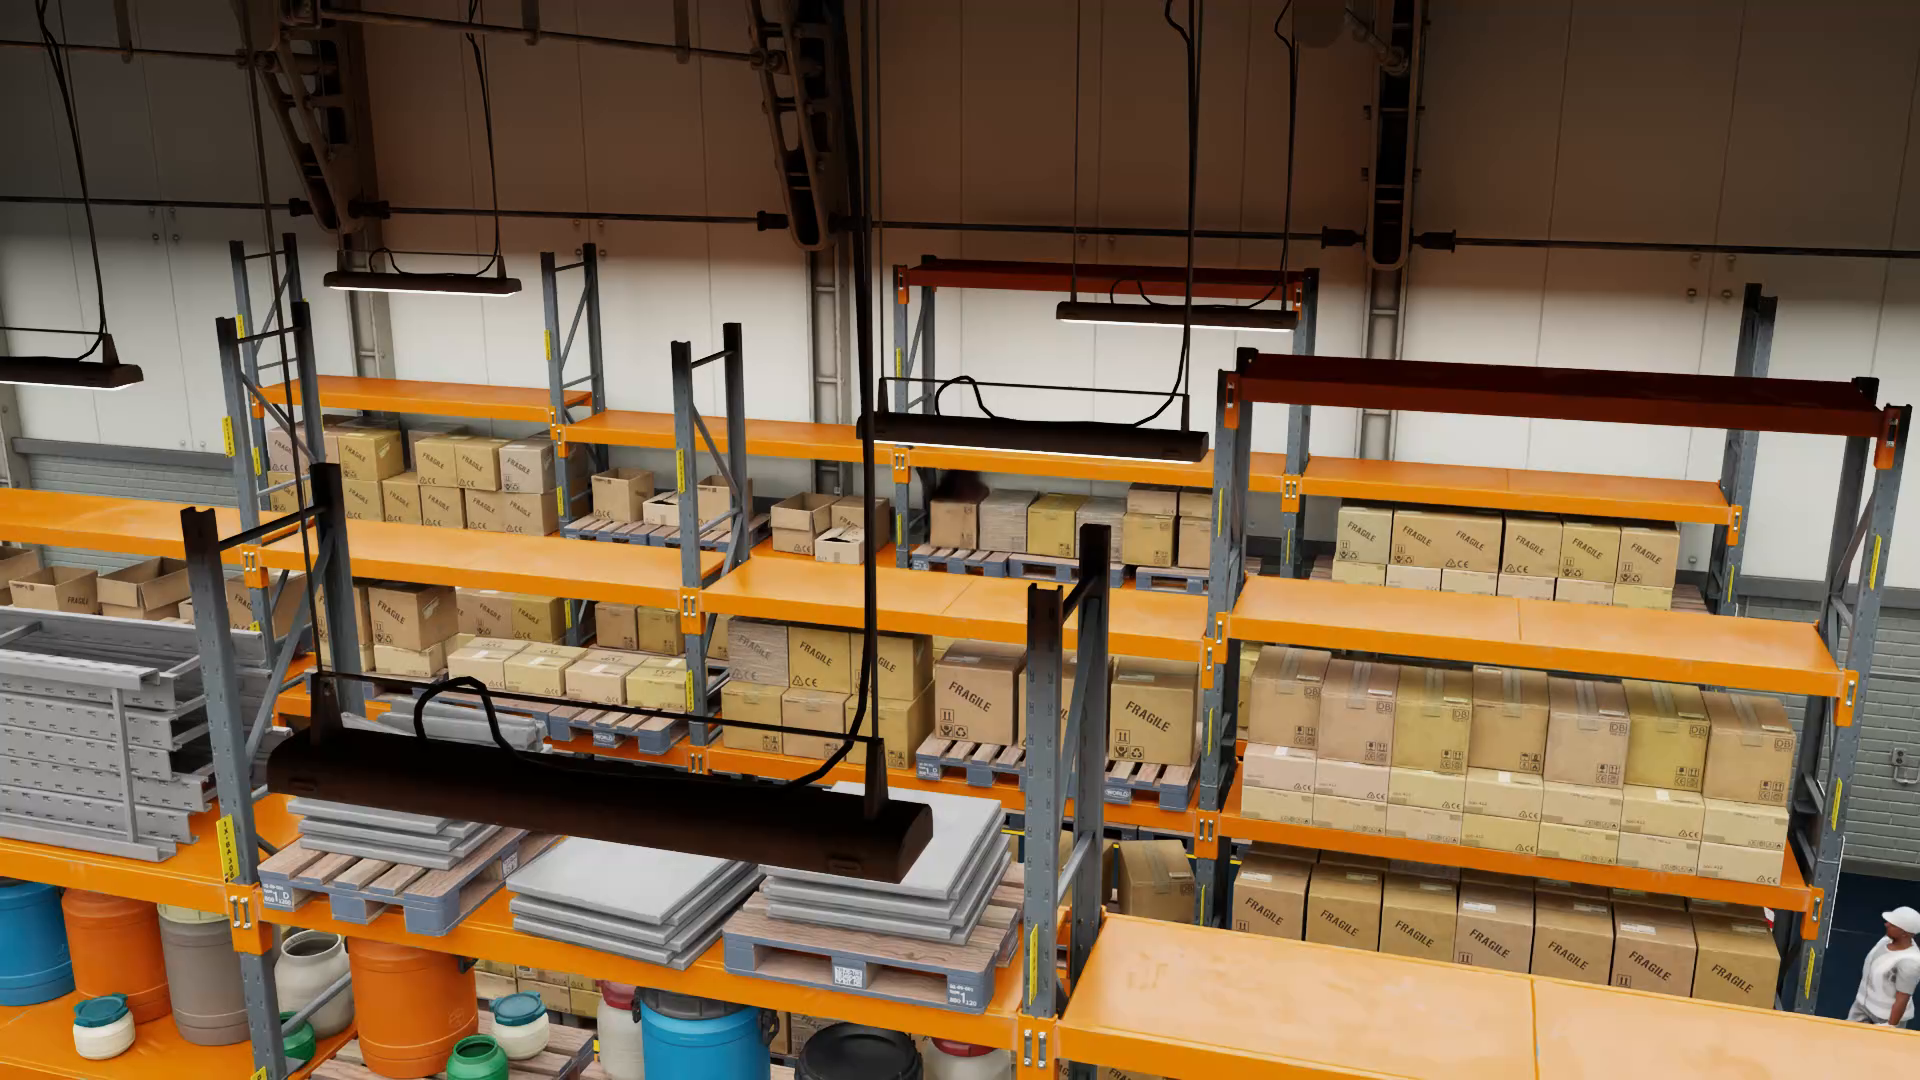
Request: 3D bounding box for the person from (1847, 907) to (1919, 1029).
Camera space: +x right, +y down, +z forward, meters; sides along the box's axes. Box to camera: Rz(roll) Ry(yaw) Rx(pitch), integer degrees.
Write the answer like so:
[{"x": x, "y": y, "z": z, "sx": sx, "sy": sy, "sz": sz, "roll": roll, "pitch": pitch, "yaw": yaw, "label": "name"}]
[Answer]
[{"x": 7.066, "y": 3.652, "z": 12.878, "sx": 0.666, "sy": 1.777, "sz": 0.557, "roll": -2, "pitch": 16, "yaw": -8, "label": "person"}]
